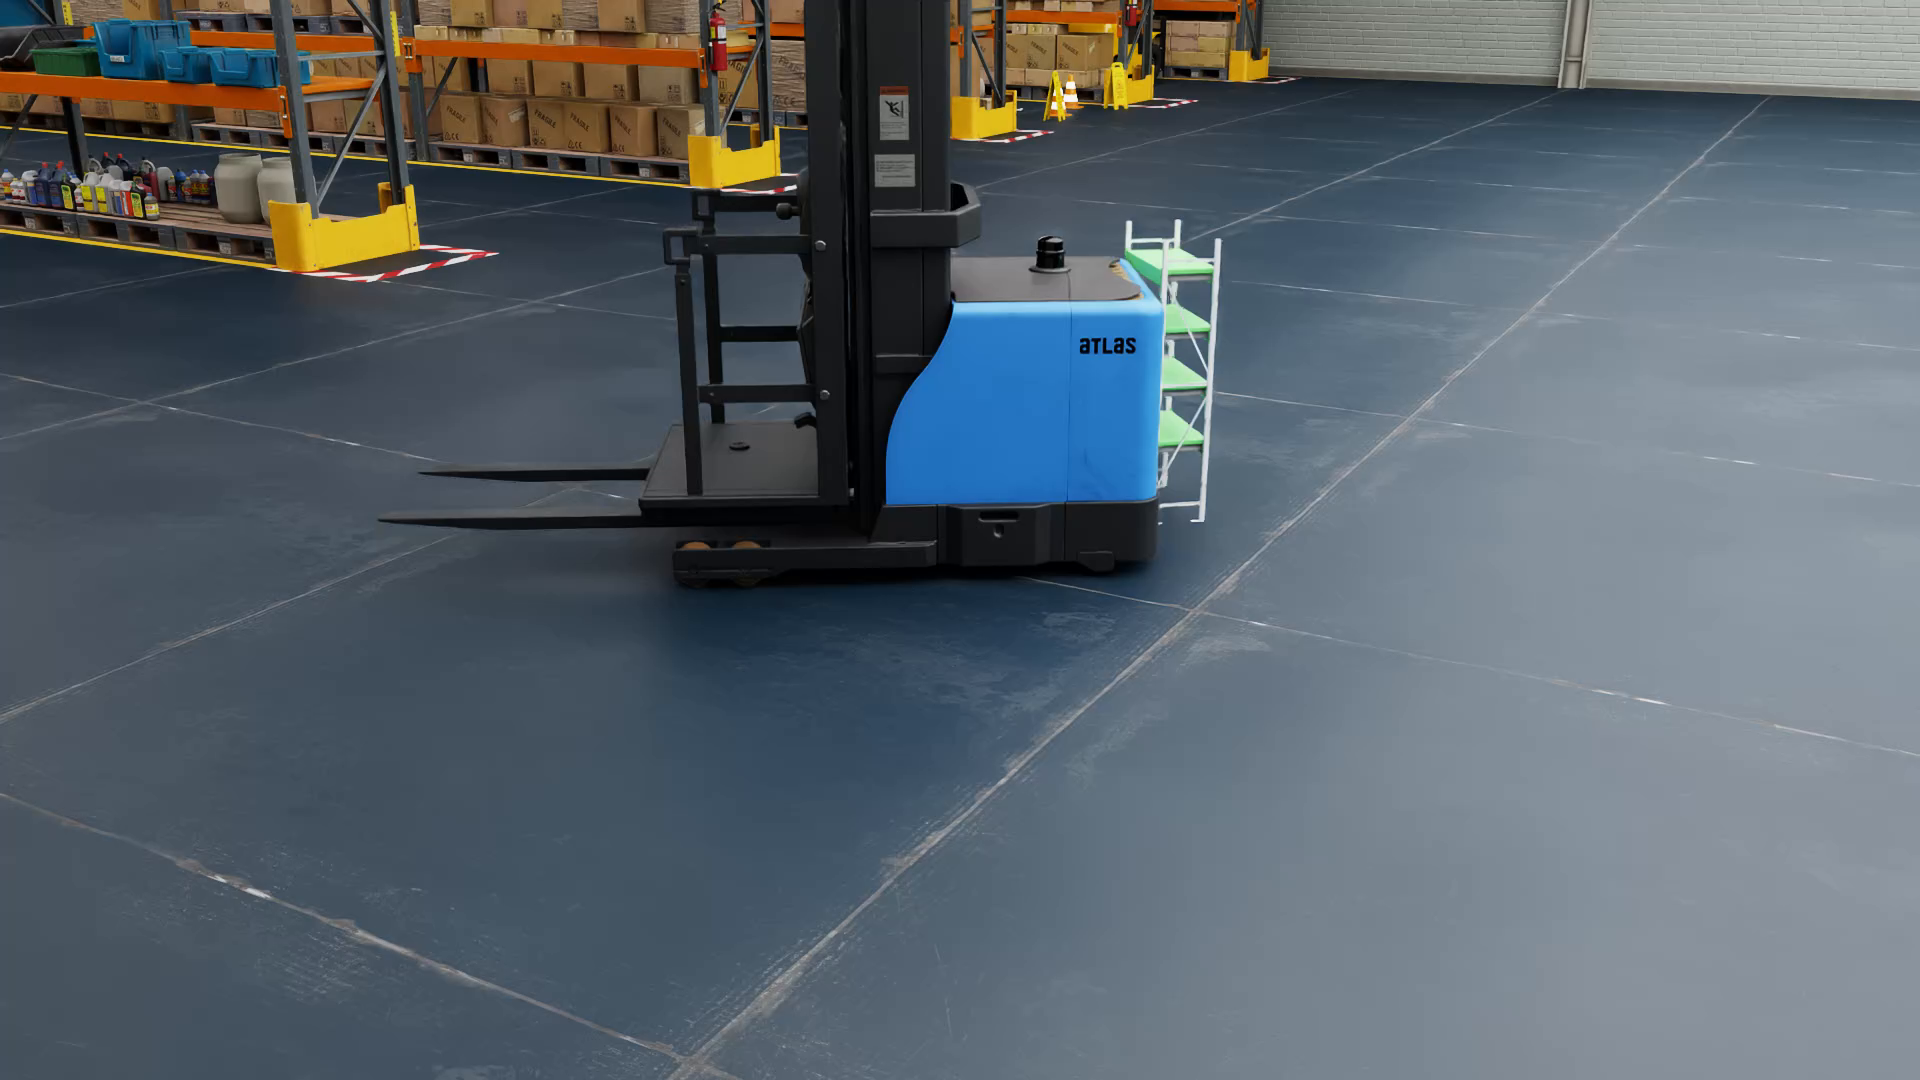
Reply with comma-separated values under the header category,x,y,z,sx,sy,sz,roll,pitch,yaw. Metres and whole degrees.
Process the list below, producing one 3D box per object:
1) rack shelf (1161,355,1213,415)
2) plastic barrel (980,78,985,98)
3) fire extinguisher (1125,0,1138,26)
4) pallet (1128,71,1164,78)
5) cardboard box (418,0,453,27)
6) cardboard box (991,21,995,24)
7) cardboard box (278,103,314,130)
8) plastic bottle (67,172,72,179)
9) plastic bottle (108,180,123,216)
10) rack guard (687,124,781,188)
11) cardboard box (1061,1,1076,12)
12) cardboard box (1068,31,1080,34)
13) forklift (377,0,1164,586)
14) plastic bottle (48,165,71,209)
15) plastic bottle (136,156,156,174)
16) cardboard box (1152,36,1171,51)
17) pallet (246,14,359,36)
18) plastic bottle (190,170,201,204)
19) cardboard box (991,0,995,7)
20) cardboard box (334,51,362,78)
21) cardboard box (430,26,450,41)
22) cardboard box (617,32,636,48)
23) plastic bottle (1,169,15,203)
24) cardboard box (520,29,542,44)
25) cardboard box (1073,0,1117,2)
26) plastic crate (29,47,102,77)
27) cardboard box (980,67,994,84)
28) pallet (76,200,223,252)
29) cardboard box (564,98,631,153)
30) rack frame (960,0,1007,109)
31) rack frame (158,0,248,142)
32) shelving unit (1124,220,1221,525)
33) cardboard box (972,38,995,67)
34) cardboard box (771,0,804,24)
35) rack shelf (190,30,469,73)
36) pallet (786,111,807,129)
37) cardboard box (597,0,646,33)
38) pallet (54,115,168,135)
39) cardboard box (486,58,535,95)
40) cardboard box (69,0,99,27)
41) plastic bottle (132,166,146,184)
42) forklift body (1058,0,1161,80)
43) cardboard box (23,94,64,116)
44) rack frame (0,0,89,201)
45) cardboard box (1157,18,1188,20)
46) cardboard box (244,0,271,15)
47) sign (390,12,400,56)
category,x,y,z,sx,sy,sz,roll,pitch,yaw
rack shelf,0.873,-0.657,7.101,0.258,0.148,0.480,-4,20,-12
plastic barrel,0.074,-6.703,24.723,0.512,0.421,0.421,-7,21,-20
fire extinguisher,2.491,-7.829,24.162,0.183,0.674,0.296,11,23,27
pallet,3.284,-8.507,30.007,1.213,0.211,1.003,11,23,27
cardboard box,-5.347,-5.830,17.956,0.500,0.500,0.875,11,23,27
cardboard box,0.406,-9.461,31.414,0.625,0.625,0.875,11,22,27
cardboard box,-7.618,-5.147,19.677,0.500,0.500,0.700,13,24,32
plastic bottle,-7.437,-2.940,13.928,0.097,0.271,0.097,0,20,0
plastic bottle,-6.778,-2.771,13.455,0.135,0.276,0.152,10,22,26
rack guard,-2.284,-3.909,16.908,0.348,0.500,1.175,11,23,27
cardboard box,1.696,-7.960,24.779,0.250,0.149,0.380,10,22,26
cardboard box,1.566,-7.585,25.692,0.500,0.500,0.500,10,22,25
forklift,-0.759,-1.385,6.386,3.031,2.935,1.130,-1,20,-3
plastic bottle,-7.458,-2.934,13.795,0.185,0.351,0.144,10,22,25
plastic bottle,-6.973,-3.117,14.298,0.185,0.351,0.144,11,22,27
cardboard box,3.562,-8.794,29.392,0.500,0.250,0.500,10,22,26
pallet,-7.454,-5.994,19.273,1.213,0.211,1.003,11,23,27
plastic bottle,-6.450,-2.989,14.062,0.097,0.271,0.097,0,20,0
cardboard box,0.588,-8.172,25.362,0.250,0.149,0.380,11,23,27
cardboard box,-9.208,-7.260,25.529,0.500,0.500,0.500,12,23,30
cardboard box,-5.457,-5.448,17.853,0.250,0.149,0.380,11,23,27
cardboard box,-3.239,-5.053,16.766,0.250,0.149,0.380,11,23,27
plastic bottle,-8.061,-3.003,14.100,0.097,0.271,0.097,0,20,0
cardboard box,-4.353,-5.248,17.301,0.250,0.149,0.380,11,23,27
cardboard box,2.007,-8.217,24.535,0.500,0.500,0.500,10,22,26
plastic crate,-7.078,-3.853,13.398,0.662,0.188,0.450,11,23,27
cardboard box,0.443,-7.240,25.842,0.500,0.250,0.500,10,22,27
pallet,-6.490,-2.624,13.791,1.213,0.211,1.003,11,23,27
cardboard box,-3.830,-4.401,17.650,0.500,0.500,0.500,13,24,32
rack frame,0.290,-6.531,20.471,0.127,3.000,1.000,11,23,27
rack frame,-9.202,-6.402,20.114,0.127,3.000,1.000,11,23,27
shelving unit,0.873,-0.717,7.079,0.258,1.200,0.503,-4,20,-12
cardboard box,0.432,-7.593,25.716,0.500,0.500,0.500,12,23,30
cardboard box,-1.969,-6.999,21.542,0.550,0.550,0.875,11,23,27
rack shelf,-7.456,-5.731,19.320,4.000,0.370,1.077,11,23,27
pallet,-1.508,-5.533,21.809,1.213,0.211,1.003,11,23,27
cardboard box,-3.179,-5.405,16.784,0.500,0.500,0.875,11,23,27
pallet,-10.914,-5.448,21.573,1.213,0.211,1.003,11,23,27
cardboard box,-6.207,-6.873,24.098,0.750,0.750,1.050,10,22,27
cardboard box,-10.641,-6.627,20.589,0.500,0.500,0.500,10,22,26
plastic bottle,-7.000,-3.050,14.213,0.133,0.283,0.061,11,23,27
forklift body,2.488,-8.873,28.172,1.214,2.155,2.313,11,23,27
cardboard box,-11.345,-6.017,21.553,0.875,0.875,1.225,10,22,25
rack frame,-8.125,-4.262,14.216,0.127,3.000,1.000,11,23,27
cardboard box,3.836,-9.179,29.722,0.500,0.250,0.500,11,22,27
cardboard box,-7.851,-6.181,19.111,0.500,0.250,0.500,10,22,26
sign,-4.361,-3.890,12.784,0.005,0.325,0.100,11,23,27
